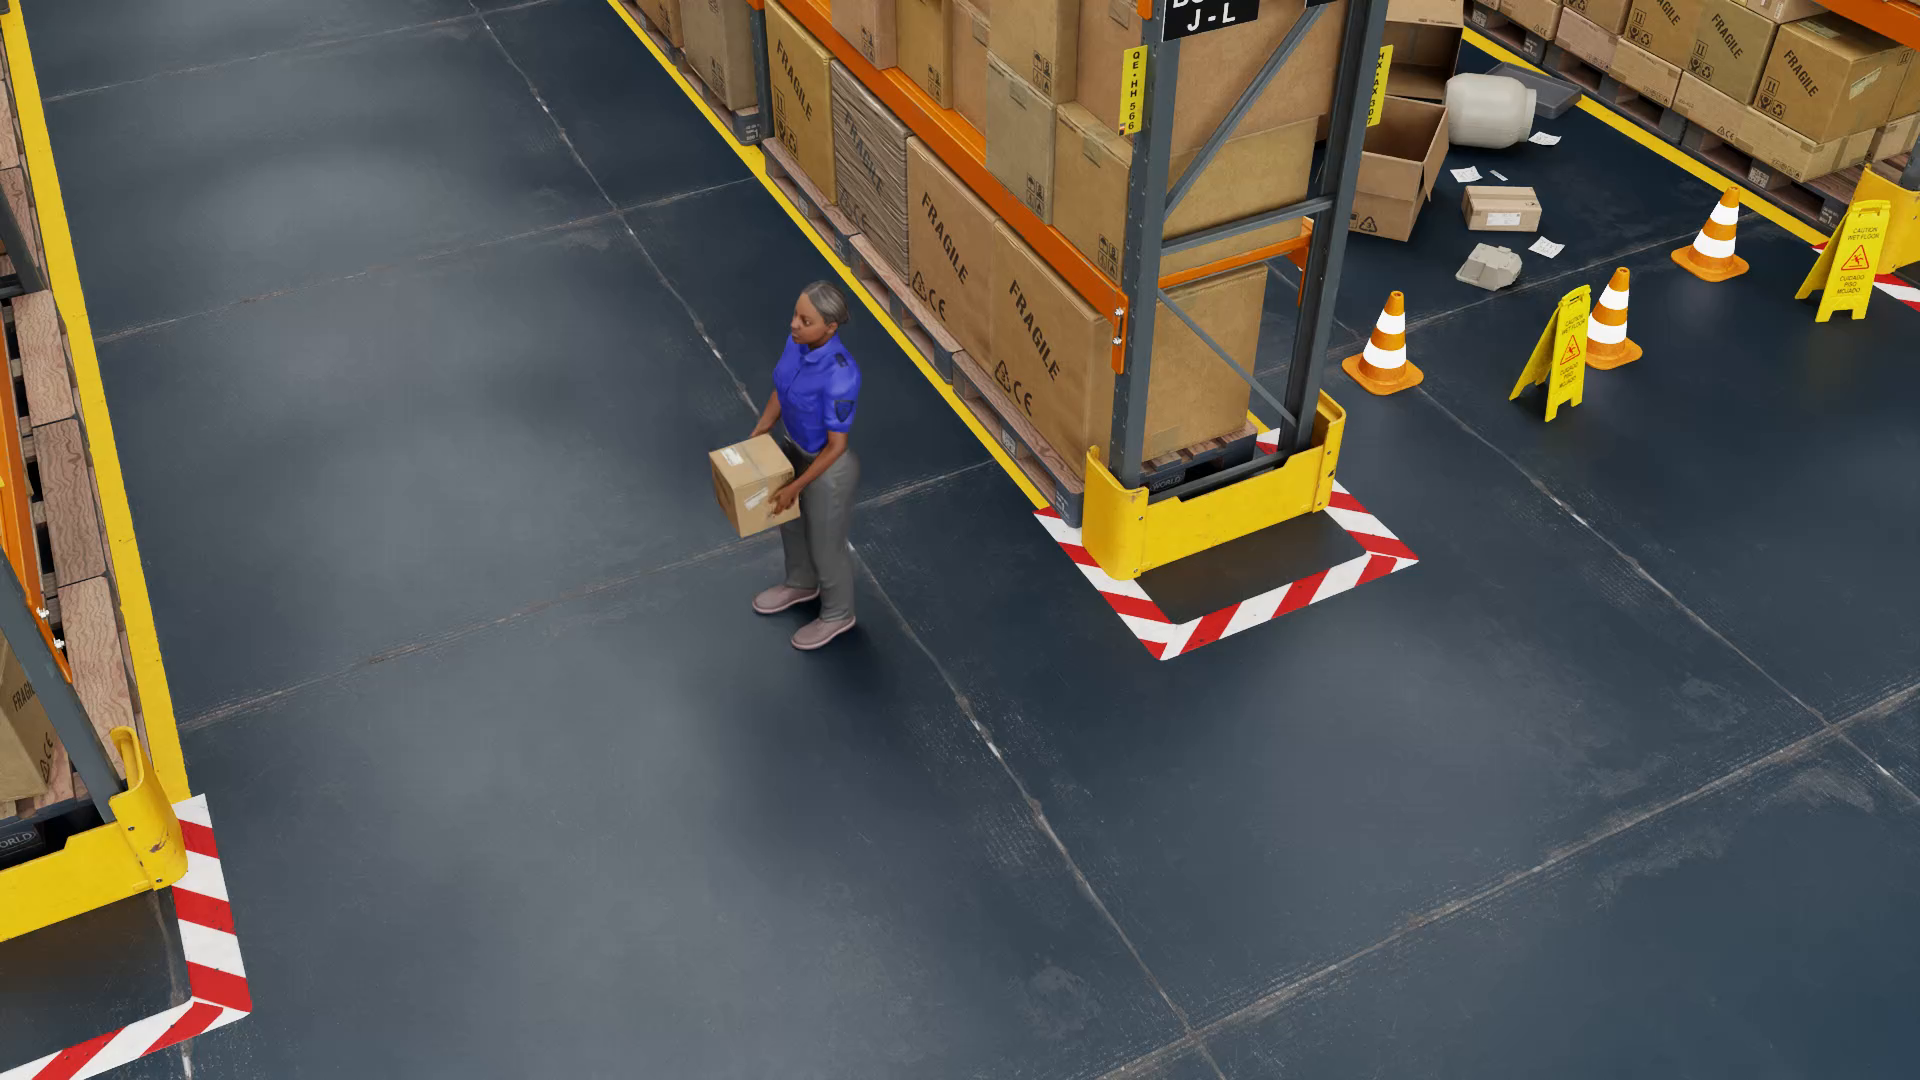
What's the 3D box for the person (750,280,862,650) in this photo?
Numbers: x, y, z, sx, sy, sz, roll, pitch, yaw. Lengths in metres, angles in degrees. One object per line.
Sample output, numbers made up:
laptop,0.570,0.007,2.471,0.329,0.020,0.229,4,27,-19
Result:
person,-0.605,-0.273,6.470,0.445,1.658,0.505,-21,46,-22
